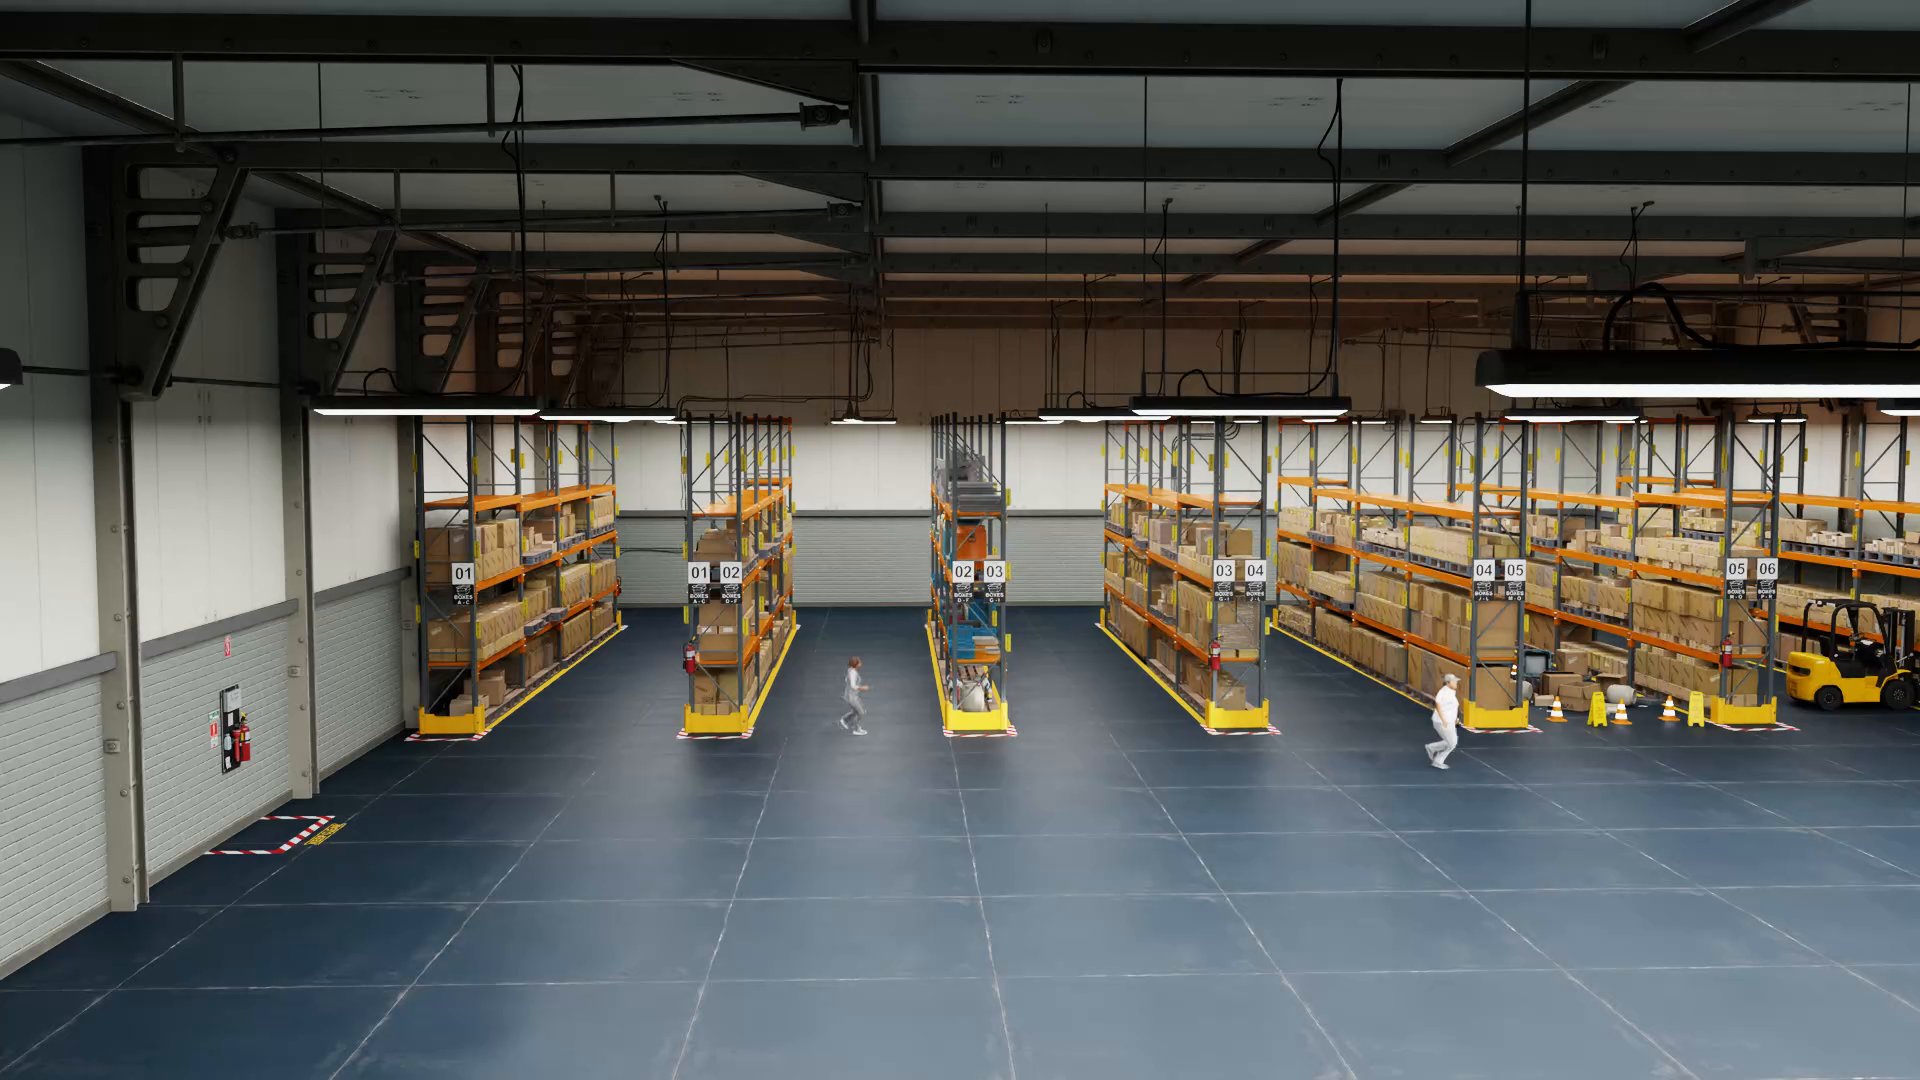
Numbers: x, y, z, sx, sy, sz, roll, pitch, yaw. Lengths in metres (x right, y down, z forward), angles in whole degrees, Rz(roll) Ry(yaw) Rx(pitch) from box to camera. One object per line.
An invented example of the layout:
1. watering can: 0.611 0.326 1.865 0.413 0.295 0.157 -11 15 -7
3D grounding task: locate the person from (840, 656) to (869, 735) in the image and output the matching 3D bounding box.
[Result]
1. person: -1.957 2.870 30.675 0.557 1.502 0.720 0 4 0

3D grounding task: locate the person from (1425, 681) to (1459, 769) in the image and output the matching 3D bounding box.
1. person: 8.079 3.042 27.886 0.499 1.583 0.613 3 5 34
